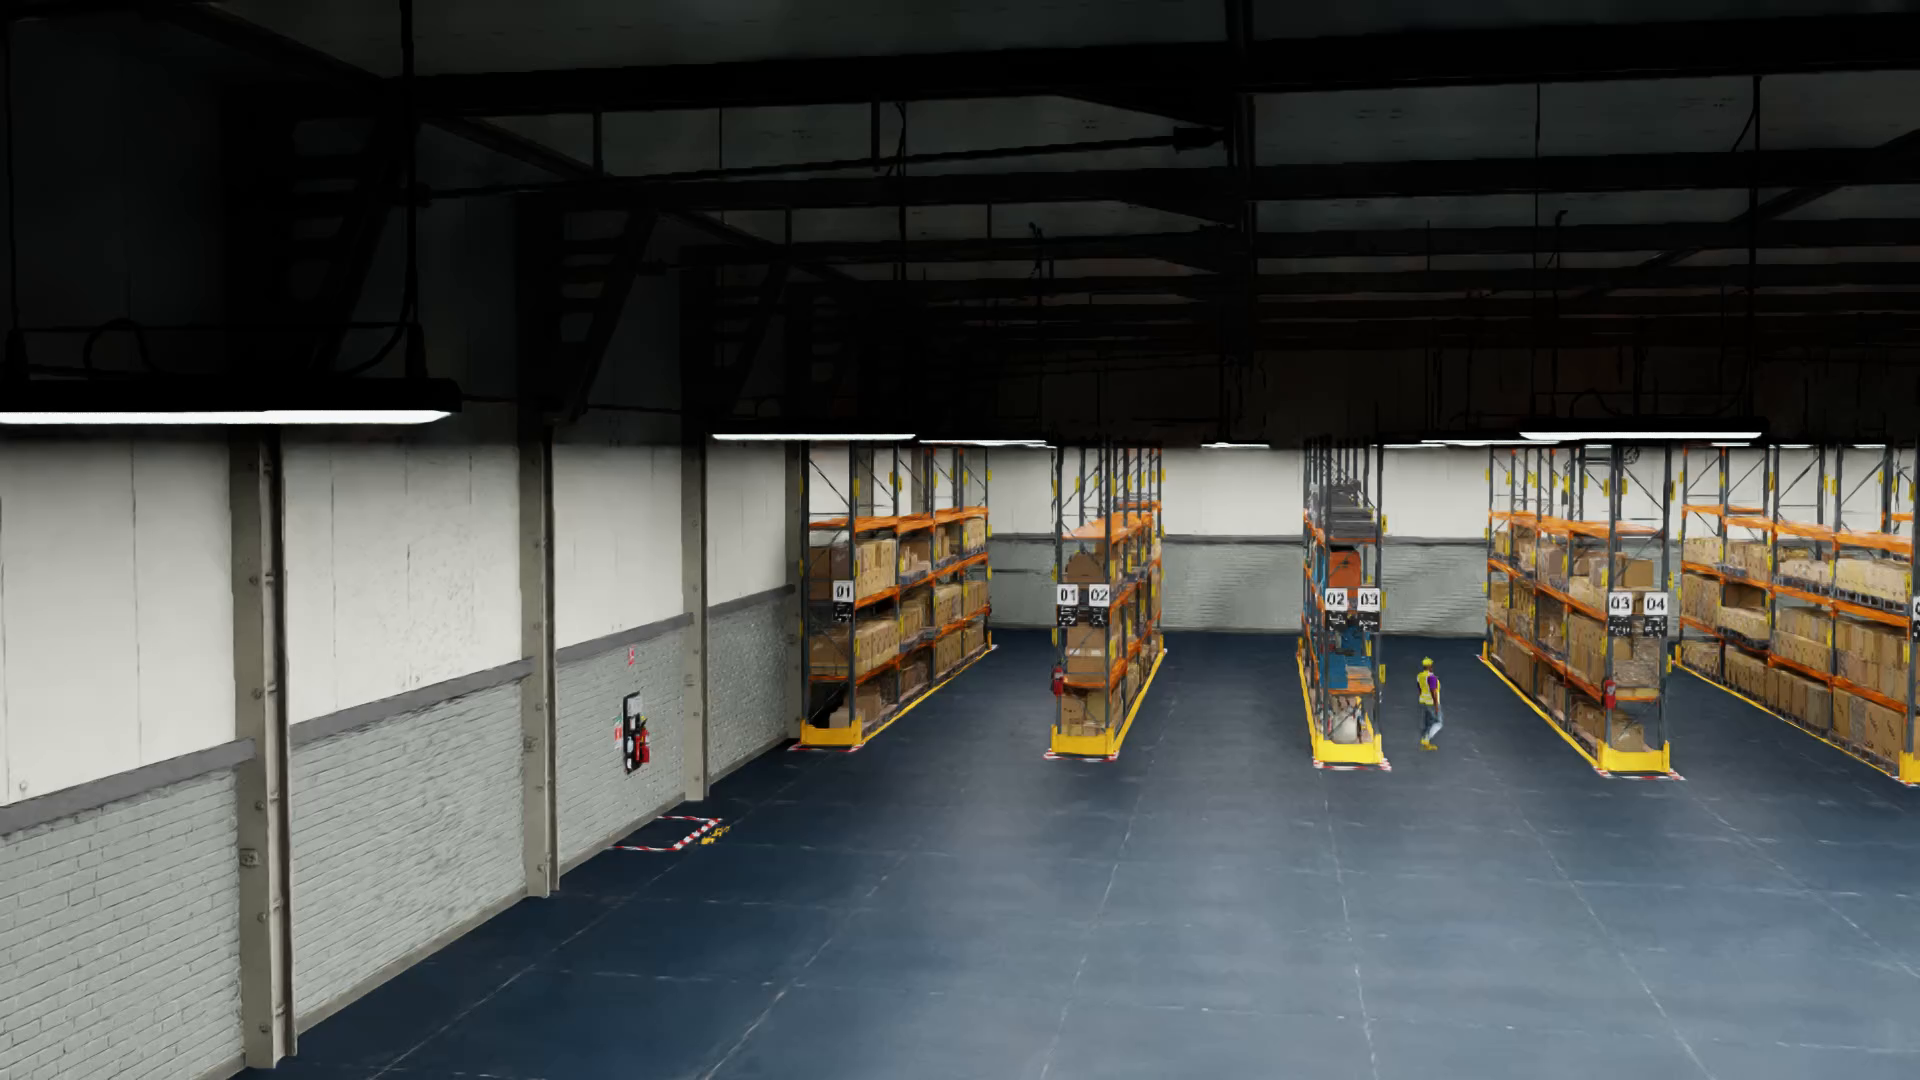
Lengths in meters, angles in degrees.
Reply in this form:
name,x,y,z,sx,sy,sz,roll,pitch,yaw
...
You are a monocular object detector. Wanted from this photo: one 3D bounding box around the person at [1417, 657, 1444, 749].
name,x,y,z,sx,sy,sz,roll,pitch,yaw
person,8.952,3.120,31.747,0.457,1.763,0.609,-1,3,-17
